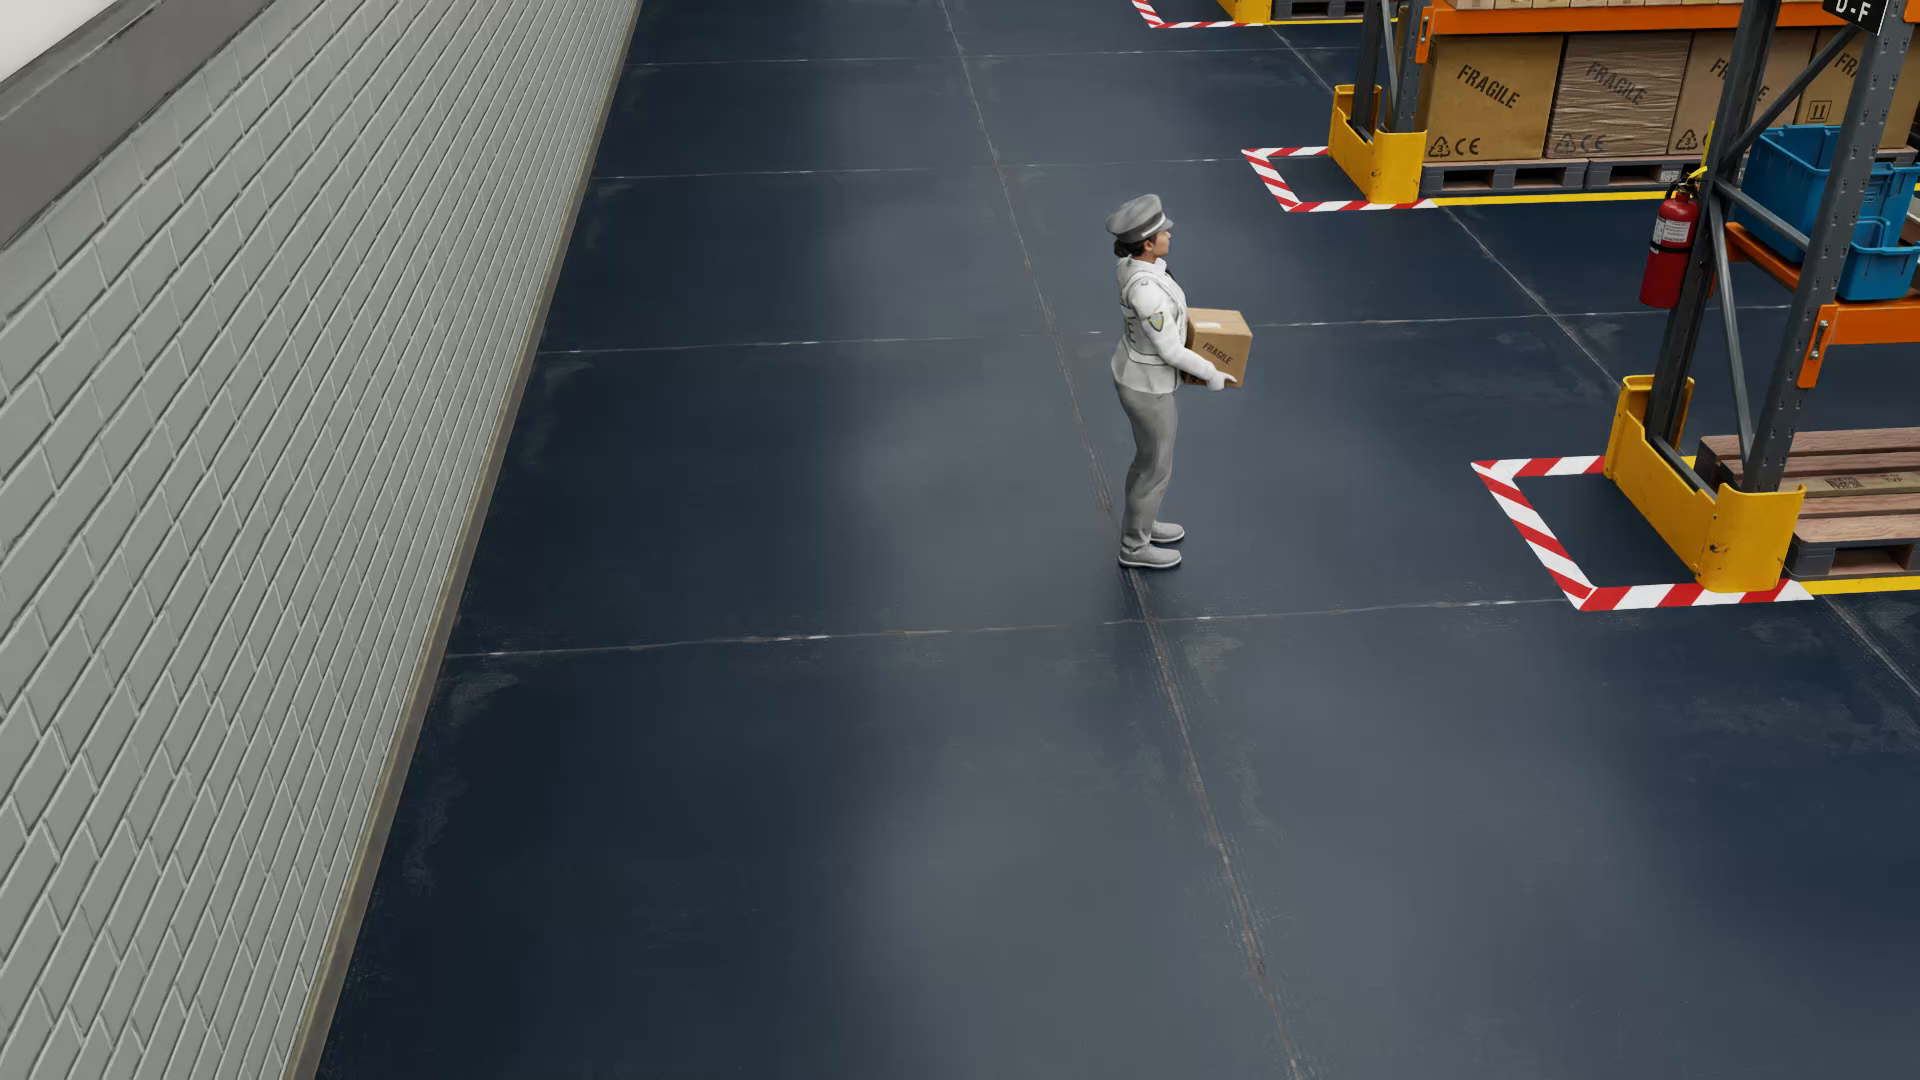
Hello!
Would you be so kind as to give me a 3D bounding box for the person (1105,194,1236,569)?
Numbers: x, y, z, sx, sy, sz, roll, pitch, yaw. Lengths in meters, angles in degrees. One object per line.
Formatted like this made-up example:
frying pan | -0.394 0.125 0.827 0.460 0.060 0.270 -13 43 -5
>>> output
person | 0.886 -0.681 7.229 0.564 1.686 0.460 -3 31 -4
